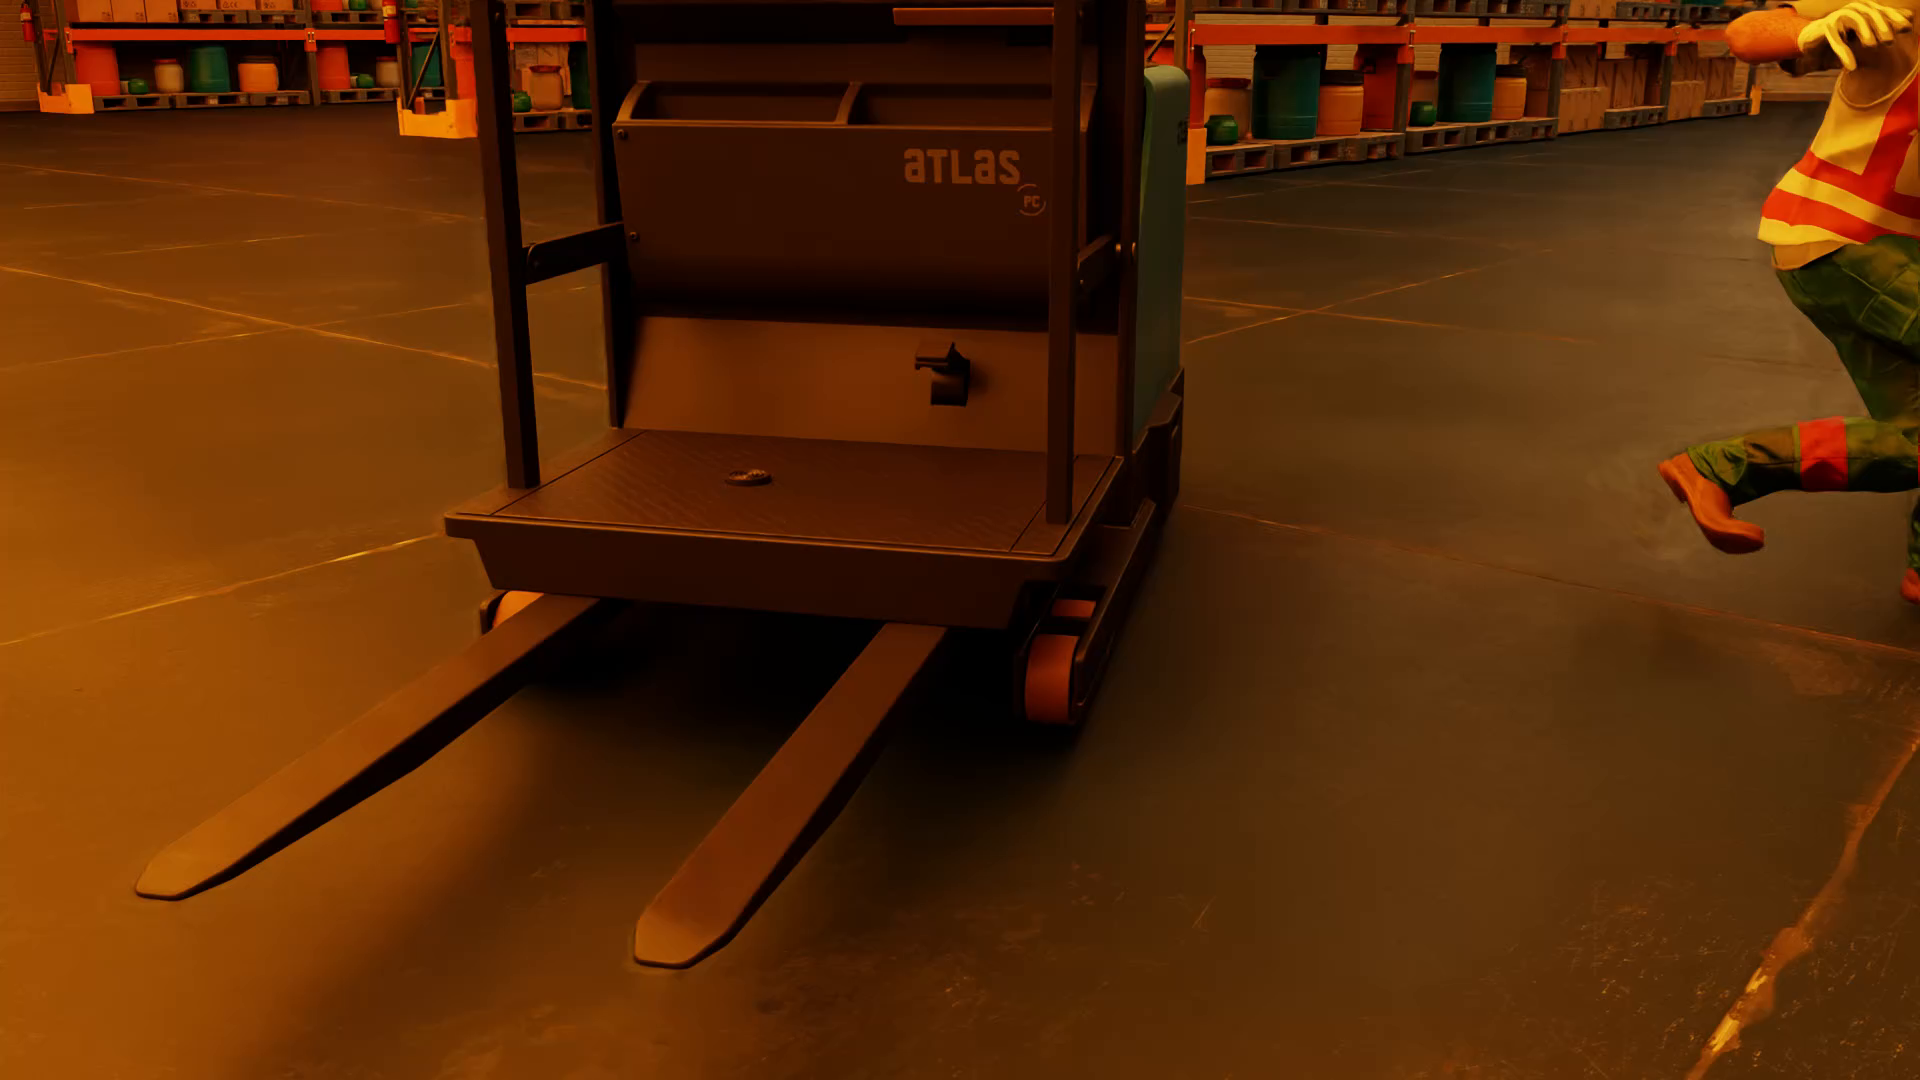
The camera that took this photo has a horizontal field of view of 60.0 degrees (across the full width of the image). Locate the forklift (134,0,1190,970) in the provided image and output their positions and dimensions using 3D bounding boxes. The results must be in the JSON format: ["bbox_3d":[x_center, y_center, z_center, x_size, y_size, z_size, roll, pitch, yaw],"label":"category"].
[{"bbox_3d":[-0.252,-1.198,2.844,1.130,2.935,3.031,4,17,13],"label":"forklift"}]

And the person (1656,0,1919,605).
[{"bbox_3d":[1.924,-0.530,3.152,0.845,1.496,1.130,-11,20,-32],"label":"person"}]
